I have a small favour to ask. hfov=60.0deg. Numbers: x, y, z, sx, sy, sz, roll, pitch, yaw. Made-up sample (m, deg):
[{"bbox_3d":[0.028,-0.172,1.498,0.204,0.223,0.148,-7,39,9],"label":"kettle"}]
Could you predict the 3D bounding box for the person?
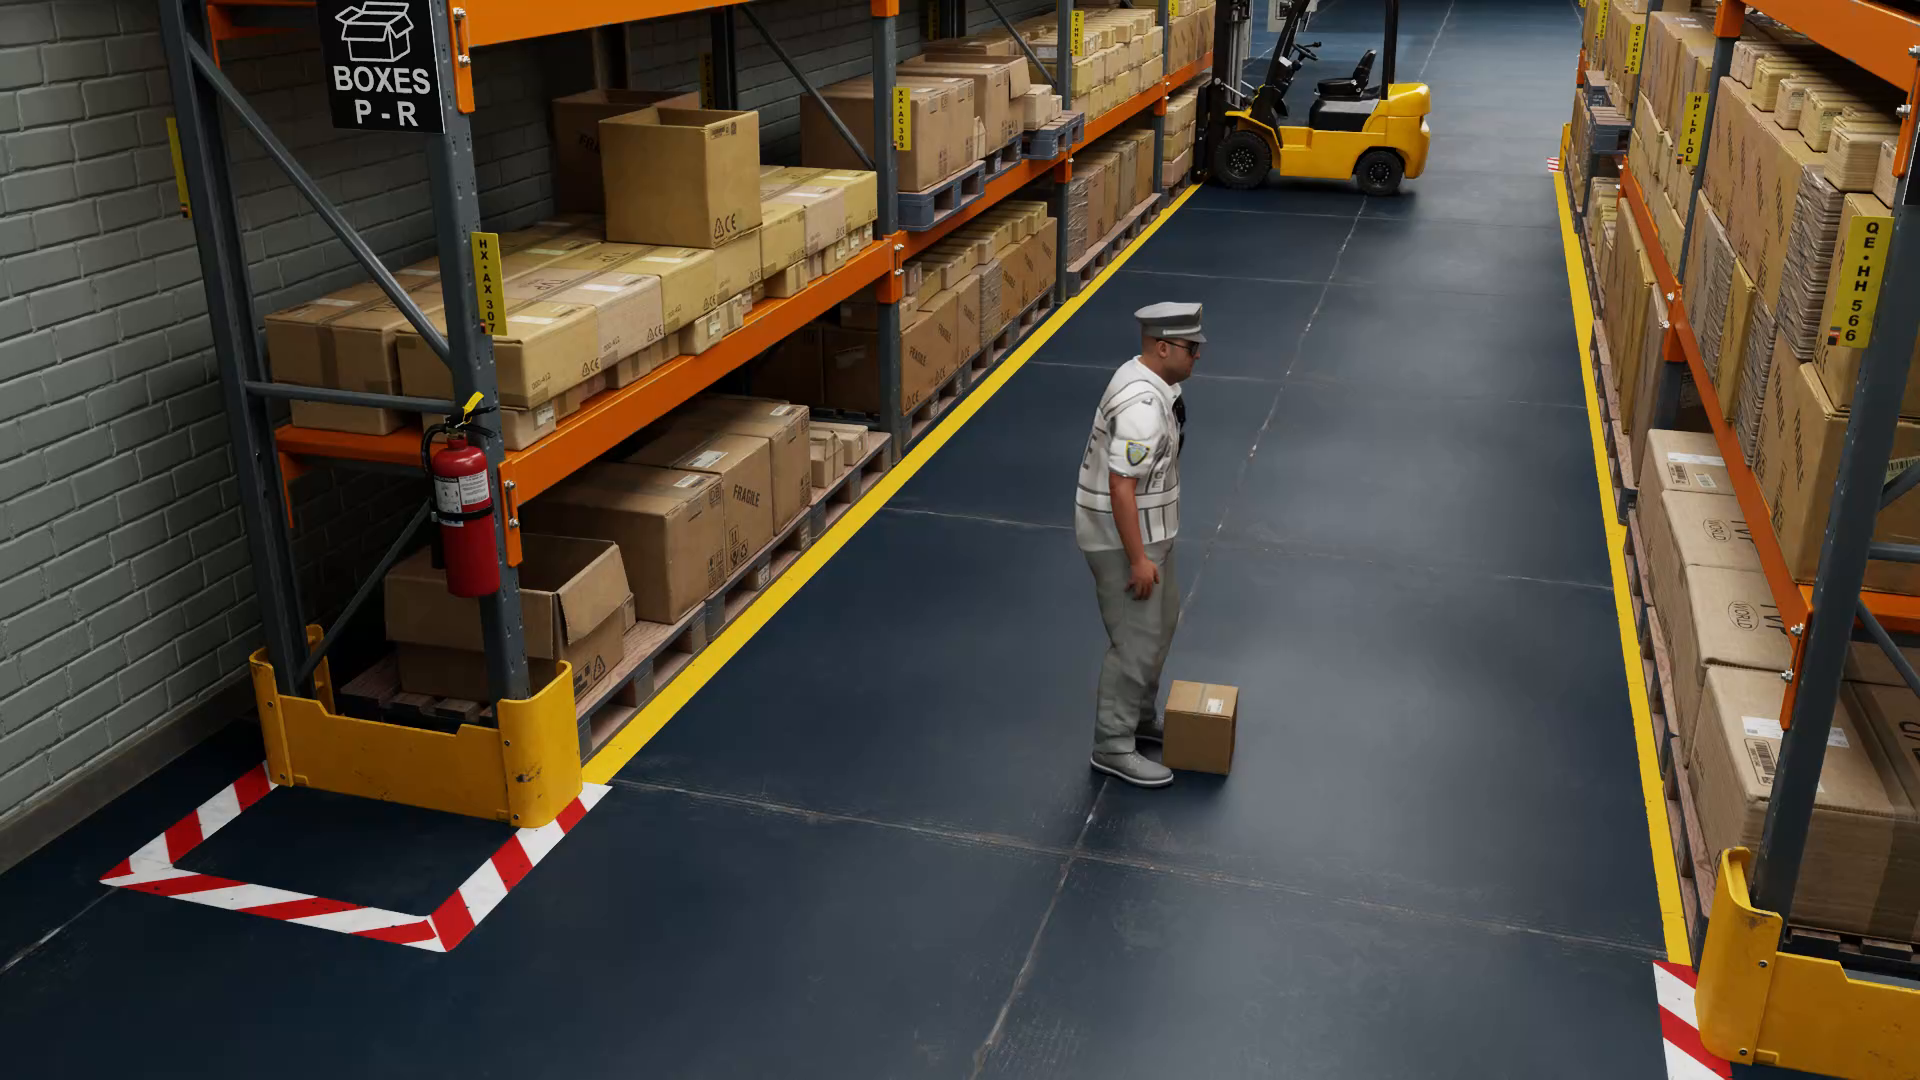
[{"bbox_3d":[0.666,-0.011,6.104,0.479,1.747,0.605,5,22,12],"label":"person"}]
